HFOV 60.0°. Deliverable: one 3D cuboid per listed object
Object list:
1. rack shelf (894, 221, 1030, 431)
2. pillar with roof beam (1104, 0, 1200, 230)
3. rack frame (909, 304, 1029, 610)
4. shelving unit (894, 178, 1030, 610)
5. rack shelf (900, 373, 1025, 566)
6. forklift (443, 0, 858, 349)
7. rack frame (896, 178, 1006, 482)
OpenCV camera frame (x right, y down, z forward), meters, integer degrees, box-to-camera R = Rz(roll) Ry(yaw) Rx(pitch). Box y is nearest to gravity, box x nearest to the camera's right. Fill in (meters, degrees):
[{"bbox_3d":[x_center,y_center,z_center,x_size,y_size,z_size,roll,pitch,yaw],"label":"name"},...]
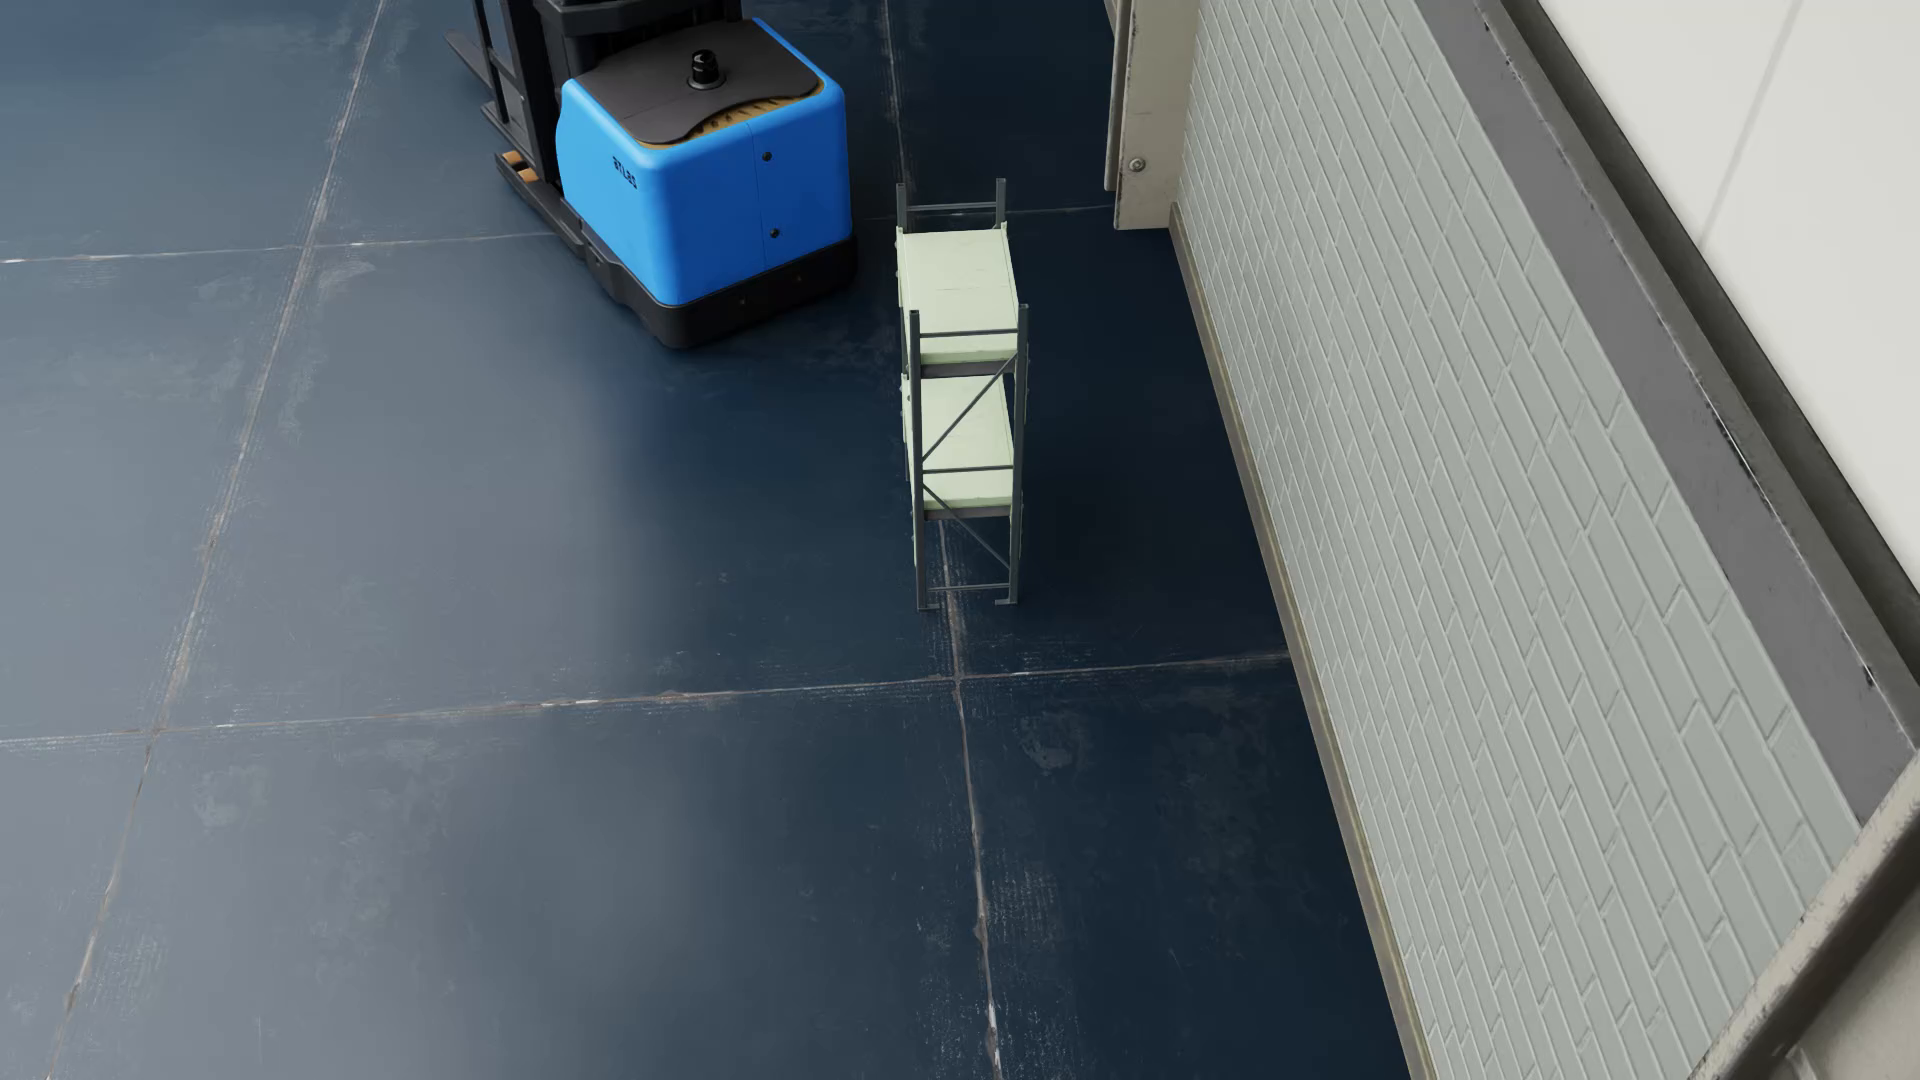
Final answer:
[{"bbox_3d":[-0.001,-0.789,6.063,0.431,0.370,0.720,-3,47,-3],"label":"rack shelf"},{"bbox_3d":[-3.372,-4.545,4.993,9.100,9.000,0.400,-3,47,-3],"label":"pillar with roof beam"},{"bbox_3d":[0.030,-0.256,6.096,0.400,1.500,0.023,-3,47,-3],"label":"rack frame"},{"bbox_3d":[-0.001,-0.521,6.347,0.431,1.500,0.755,-3,47,-3],"label":"shelving unit"},{"bbox_3d":[-0.001,-0.296,6.583,0.431,0.370,0.720,-3,47,-3],"label":"rack shelf"},{"bbox_3d":[-1.744,-2.924,7.637,1.130,2.935,3.031,-27,52,-23],"label":"forklift"},{"bbox_3d":[-0.031,-0.785,6.597,0.400,1.500,0.023,-3,47,-3],"label":"rack frame"}]
